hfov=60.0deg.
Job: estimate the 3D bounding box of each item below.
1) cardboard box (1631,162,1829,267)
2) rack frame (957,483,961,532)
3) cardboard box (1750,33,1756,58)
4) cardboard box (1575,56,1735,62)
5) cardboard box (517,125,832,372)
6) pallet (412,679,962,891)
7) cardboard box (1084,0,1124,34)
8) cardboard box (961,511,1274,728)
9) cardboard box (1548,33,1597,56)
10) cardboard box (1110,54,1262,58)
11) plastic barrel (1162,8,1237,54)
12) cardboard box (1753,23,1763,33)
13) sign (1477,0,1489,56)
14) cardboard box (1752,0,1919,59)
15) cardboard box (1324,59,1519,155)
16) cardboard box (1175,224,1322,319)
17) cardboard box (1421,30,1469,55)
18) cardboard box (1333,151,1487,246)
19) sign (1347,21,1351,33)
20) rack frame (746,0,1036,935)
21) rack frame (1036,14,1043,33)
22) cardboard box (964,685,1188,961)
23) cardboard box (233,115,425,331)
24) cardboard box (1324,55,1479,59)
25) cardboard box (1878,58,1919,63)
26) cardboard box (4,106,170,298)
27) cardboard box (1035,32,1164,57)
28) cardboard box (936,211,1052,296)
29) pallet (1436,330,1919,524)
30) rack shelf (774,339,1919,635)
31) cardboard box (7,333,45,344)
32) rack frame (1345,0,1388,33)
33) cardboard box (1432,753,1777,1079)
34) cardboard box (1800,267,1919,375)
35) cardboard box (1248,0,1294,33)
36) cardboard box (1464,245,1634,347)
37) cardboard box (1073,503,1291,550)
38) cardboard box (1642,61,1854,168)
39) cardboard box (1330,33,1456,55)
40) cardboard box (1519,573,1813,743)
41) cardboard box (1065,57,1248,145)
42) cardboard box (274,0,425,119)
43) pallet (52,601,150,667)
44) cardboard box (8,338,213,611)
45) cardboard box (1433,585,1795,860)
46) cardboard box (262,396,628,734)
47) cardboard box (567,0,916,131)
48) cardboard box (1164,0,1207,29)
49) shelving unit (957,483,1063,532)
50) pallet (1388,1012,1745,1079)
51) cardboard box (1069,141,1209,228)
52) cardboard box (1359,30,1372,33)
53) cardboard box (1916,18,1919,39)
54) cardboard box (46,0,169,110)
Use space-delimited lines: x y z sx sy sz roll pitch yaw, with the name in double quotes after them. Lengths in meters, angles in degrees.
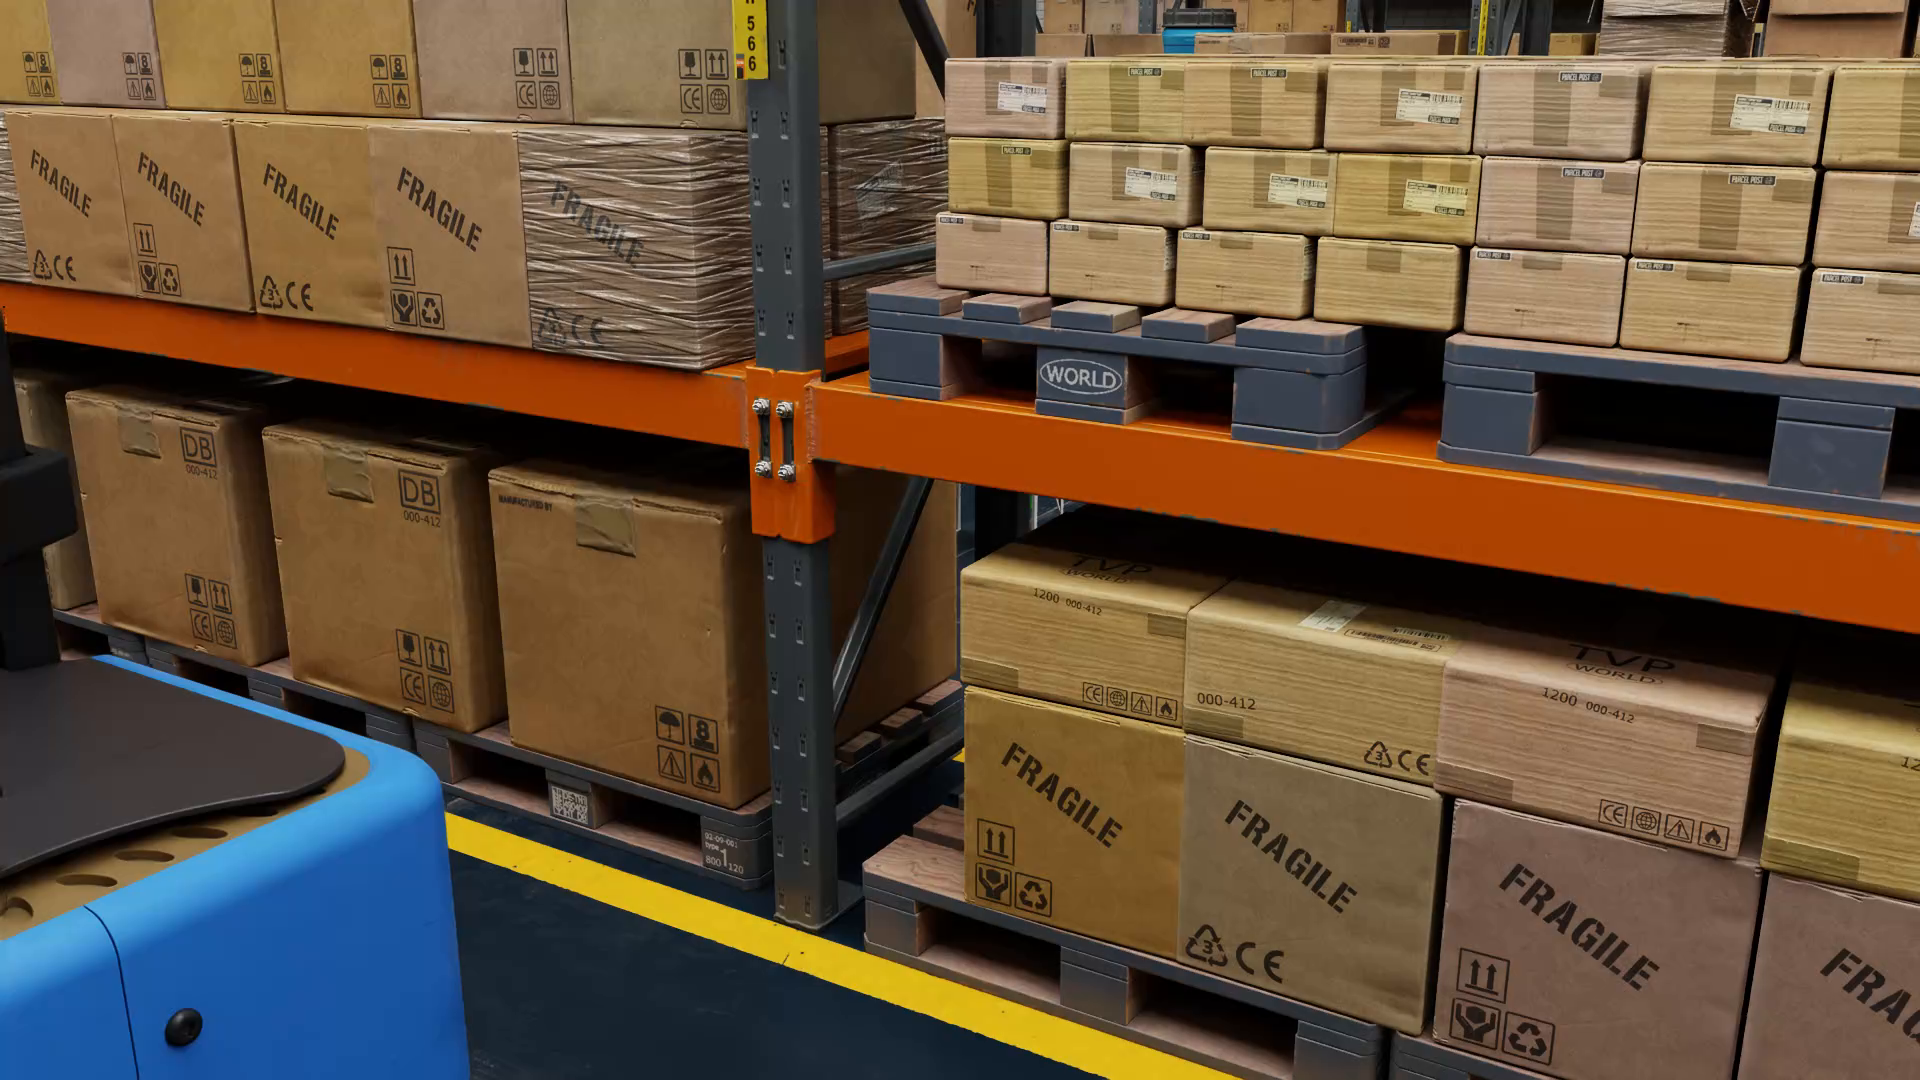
1.281 -0.555 2.745 0.250 0.149 0.380 10 20 30 "cardboard box"
-0.067 -0.586 6.746 0.015 1.200 0.240 10 20 30 "rack frame"
9.439 -5.950 20.379 0.500 0.500 0.700 8 19 25 "cardboard box"
1.402 -0.899 3.365 0.250 0.149 0.380 10 20 30 "cardboard box"
-0.648 -0.701 3.855 0.500 0.500 0.500 10 20 30 "cardboard box"
-0.756 0.545 4.724 1.213 0.211 1.003 10 20 30 "pallet"
1.816 -6.041 19.205 0.500 0.500 0.700 10 19 29 "cardboard box"
0.337 0.150 3.513 0.500 0.250 0.500 9 19 28 "cardboard box"
7.815 -6.238 21.328 0.500 0.500 0.700 13 21 36 "cardboard box"
0.534 -1.055 3.880 0.250 0.149 0.380 9 19 28 "cardboard box"
1.913 -3.805 13.384 0.708 0.901 0.600 10 20 30 "plastic barrel"
9.744 -6.203 20.097 0.250 0.149 0.380 7 18 21 "cardboard box"
2.282 -2.244 7.252 0.005 0.325 0.100 10 20 30 "sign"
3.727 -2.177 6.988 0.637 0.503 0.797 11 20 31 "cardboard box"
0.831 -0.779 2.970 0.250 0.149 0.380 9 19 28 "cardboard box"
0.611 -0.532 3.180 0.250 0.149 0.380 11 20 33 "cardboard box"
6.362 -6.445 21.870 0.500 0.500 0.500 10 20 30 "cardboard box"
0.860 -0.632 2.998 0.250 0.149 0.380 10 20 30 "cardboard box"
4.048 -5.240 17.344 0.005 0.325 0.100 10 20 30 "sign"
-0.123 -0.651 3.863 0.127 3.000 1.000 10 20 30 "rack frame"
0.929 -5.534 19.937 0.127 3.000 1.000 10 20 30 "rack frame"
0.346 0.515 3.603 0.500 0.500 0.500 9 19 28 "cardboard box"
-1.498 -0.853 4.356 0.500 0.500 0.500 10 19 29 "cardboard box"
0.970 -0.977 3.621 0.250 0.149 0.380 11 20 32 "cardboard box"
1.856 -0.818 3.100 0.250 0.149 0.380 11 20 32 "cardboard box"
-2.369 -1.007 4.864 0.500 0.500 0.500 10 20 30 "cardboard box"
0.675 -2.482 8.990 0.637 0.503 0.797 13 21 36 "cardboard box"
0.152 -0.613 3.450 0.250 0.149 0.380 10 19 29 "cardboard box"
1.585 -0.268 2.933 1.213 0.211 1.003 10 20 30 "pallet"
1.581 -0.002 2.966 4.000 0.370 1.077 10 20 30 "rack shelf"
-4.031 -0.556 6.485 0.875 0.875 0.875 10 20 31 "cardboard box"
4.337 -4.925 17.934 0.127 3.000 1.000 10 20 30 "rack frame"
1.216 0.668 3.101 0.500 0.500 0.500 10 19 29 "cardboard box"
1.504 -0.372 2.656 0.250 0.149 0.380 9 19 28 "cardboard box"
3.525 -5.736 18.200 0.500 0.500 0.700 10 20 30 "cardboard box"
1.070 -0.451 2.915 0.250 0.149 0.380 11 20 32 "cardboard box"
0.596 0.025 3.927 0.500 0.250 0.500 10 19 29 "cardboard box"
1.290 -0.698 2.705 0.250 0.149 0.380 11 20 32 "cardboard box"
2.077 -2.185 8.018 0.500 0.500 0.500 8 18 23 "cardboard box"
1.457 0.180 3.416 0.500 0.250 0.500 11 20 31 "cardboard box"
0.399 -0.858 3.230 0.250 0.149 0.380 10 19 29 "cardboard box"
-1.371 -1.402 4.443 0.500 0.500 0.700 10 19 29 "cardboard box"
-2.835 0.174 5.946 1.213 0.211 1.003 10 20 30 "pallet"
-2.956 -0.312 5.894 0.750 0.750 1.050 10 20 30 "cardboard box"
1.185 0.306 3.001 0.500 0.250 0.500 10 20 30 "cardboard box"
-1.342 -0.022 4.942 0.750 0.750 1.050 10 20 31 "cardboard box"
-0.501 -1.248 3.936 0.500 0.500 0.700 10 20 30 "cardboard box"
2.673 -5.889 18.702 0.500 0.500 0.700 10 20 30 "cardboard box"
0.141 -0.549 6.624 0.503 1.200 0.258 10 20 30 "shelving unit"
1.577 0.989 3.264 1.213 0.211 1.003 10 20 30 "pallet"
0.416 -0.710 3.255 0.250 0.149 0.380 11 20 33 "cardboard box"
5.510 -6.598 22.376 0.500 0.500 0.500 9 19 28 "cardboard box"
11.046 -5.888 19.096 0.500 0.250 0.500 10 19 29 "cardboard box"
-2.236 -1.557 4.953 0.500 0.500 0.700 10 20 31 "cardboard box"
